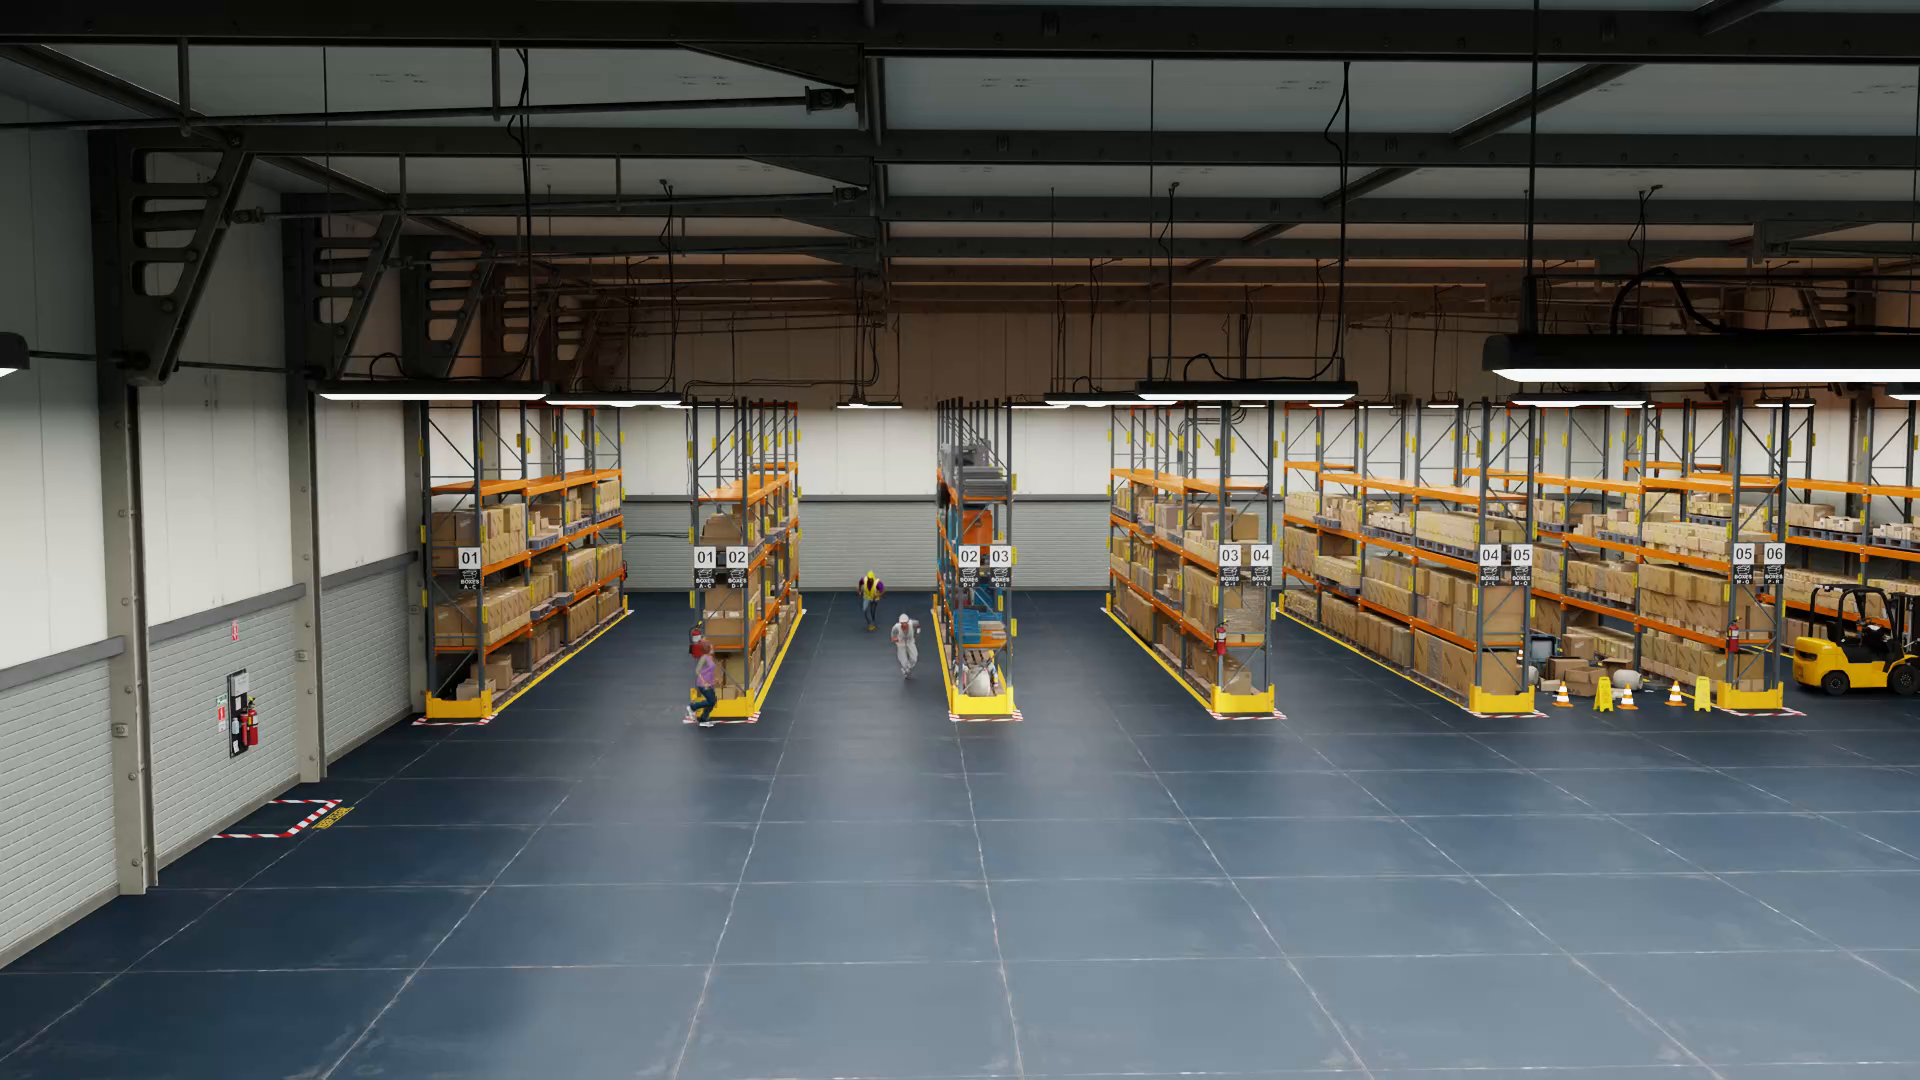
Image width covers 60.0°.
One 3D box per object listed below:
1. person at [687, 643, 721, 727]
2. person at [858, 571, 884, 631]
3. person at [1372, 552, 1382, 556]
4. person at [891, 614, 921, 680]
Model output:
[{"bbox_3d":[-4.649,2.629,30.177,0.574,1.546,0.524,1,5,17],"label":"person"},{"bbox_3d":[-2.321,1.563,43.682,0.720,1.579,1.137,0,4,4],"label":"person"},{"bbox_3d":[11.823,1.221,47.024,0.925,1.739,0.697,4,6,45],"label":"person"},{"bbox_3d":[-1.131,2.254,35.146,0.683,1.474,0.999,-1,4,-8],"label":"person"}]
